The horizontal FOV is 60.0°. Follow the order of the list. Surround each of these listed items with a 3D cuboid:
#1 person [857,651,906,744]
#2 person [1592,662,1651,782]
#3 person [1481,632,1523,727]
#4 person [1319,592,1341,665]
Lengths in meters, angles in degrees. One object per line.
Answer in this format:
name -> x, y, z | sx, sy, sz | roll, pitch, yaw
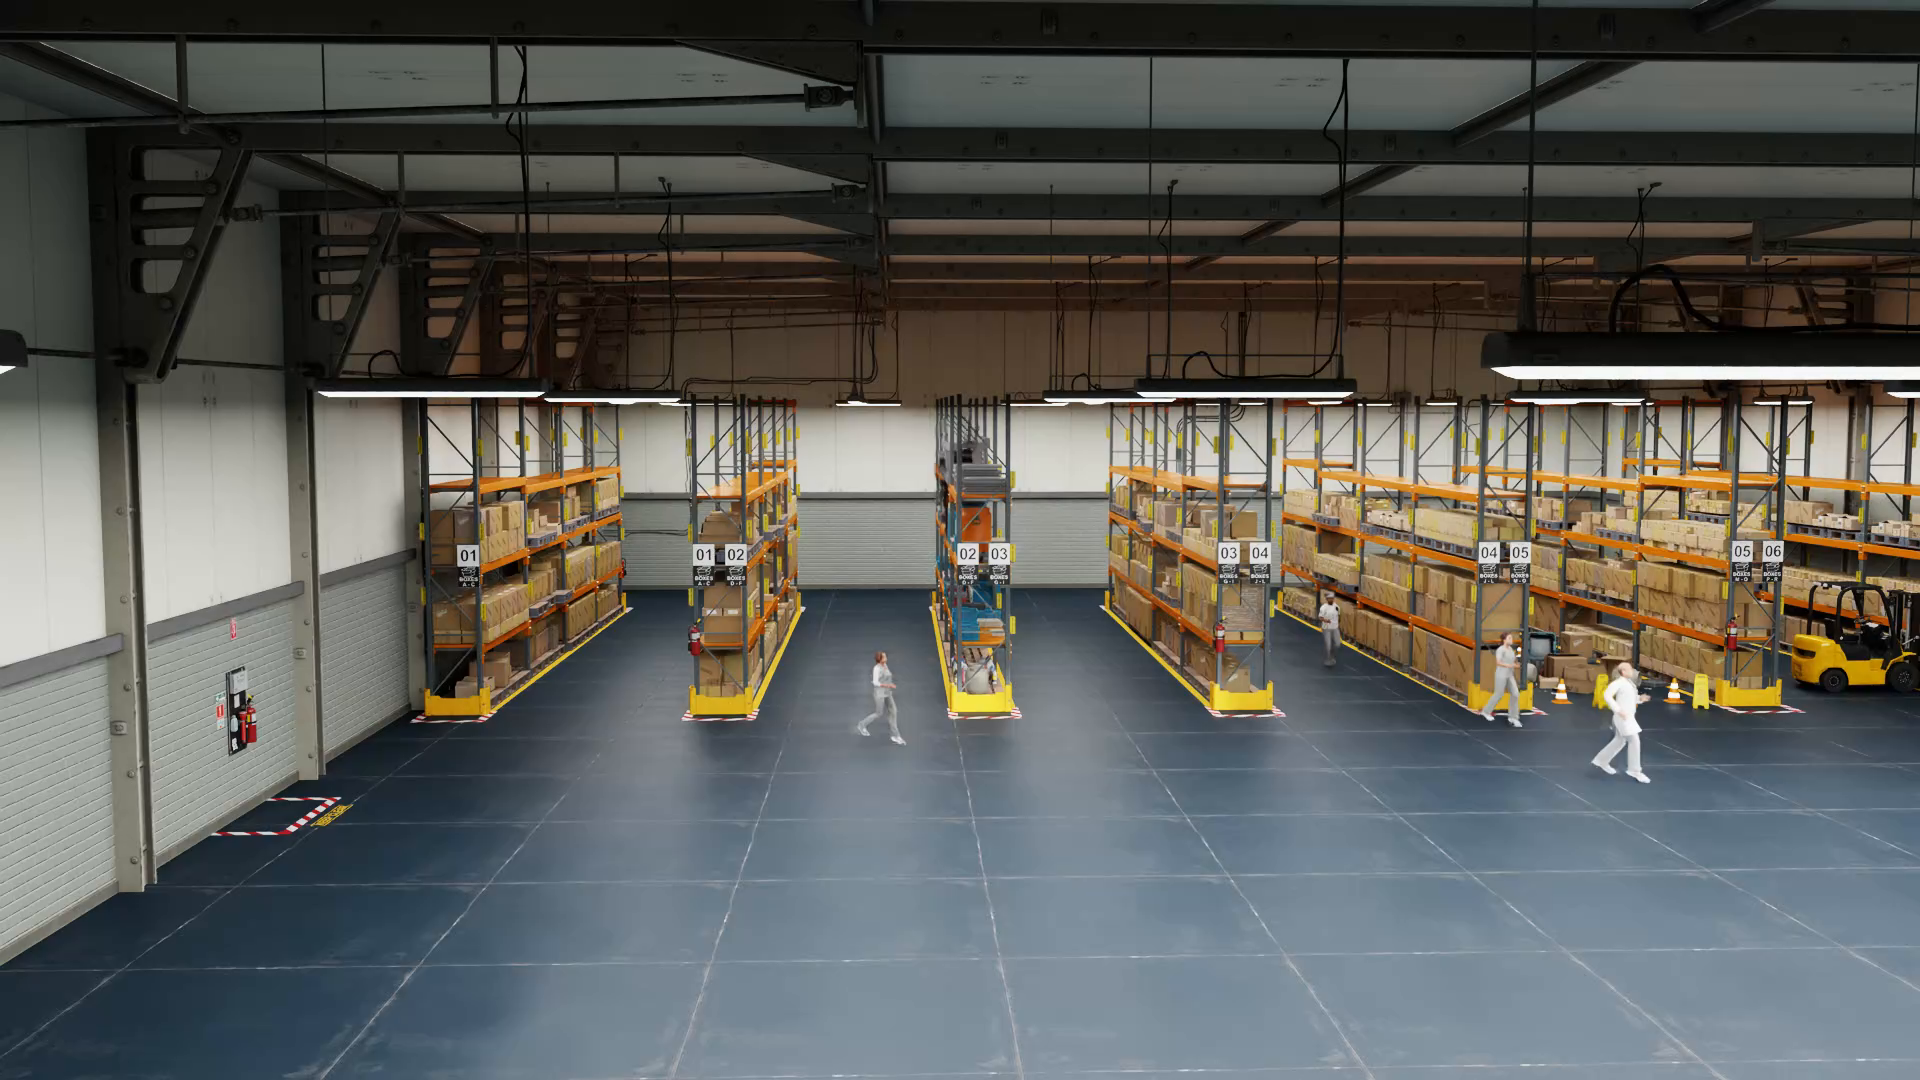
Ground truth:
person -> -1.343, 2.687, 28.544 | 0.884, 1.594, 0.553 | 2, 5, 25
person -> 10.269, 2.801, 25.771 | 0.875, 1.824, 0.694 | 2, 5, 29
person -> 9.864, 2.515, 30.194 | 0.578, 1.725, 0.784 | -4, 6, -38
person -> 8.260, 1.977, 36.934 | 0.563, 1.663, 0.572 | 0, 5, -6
